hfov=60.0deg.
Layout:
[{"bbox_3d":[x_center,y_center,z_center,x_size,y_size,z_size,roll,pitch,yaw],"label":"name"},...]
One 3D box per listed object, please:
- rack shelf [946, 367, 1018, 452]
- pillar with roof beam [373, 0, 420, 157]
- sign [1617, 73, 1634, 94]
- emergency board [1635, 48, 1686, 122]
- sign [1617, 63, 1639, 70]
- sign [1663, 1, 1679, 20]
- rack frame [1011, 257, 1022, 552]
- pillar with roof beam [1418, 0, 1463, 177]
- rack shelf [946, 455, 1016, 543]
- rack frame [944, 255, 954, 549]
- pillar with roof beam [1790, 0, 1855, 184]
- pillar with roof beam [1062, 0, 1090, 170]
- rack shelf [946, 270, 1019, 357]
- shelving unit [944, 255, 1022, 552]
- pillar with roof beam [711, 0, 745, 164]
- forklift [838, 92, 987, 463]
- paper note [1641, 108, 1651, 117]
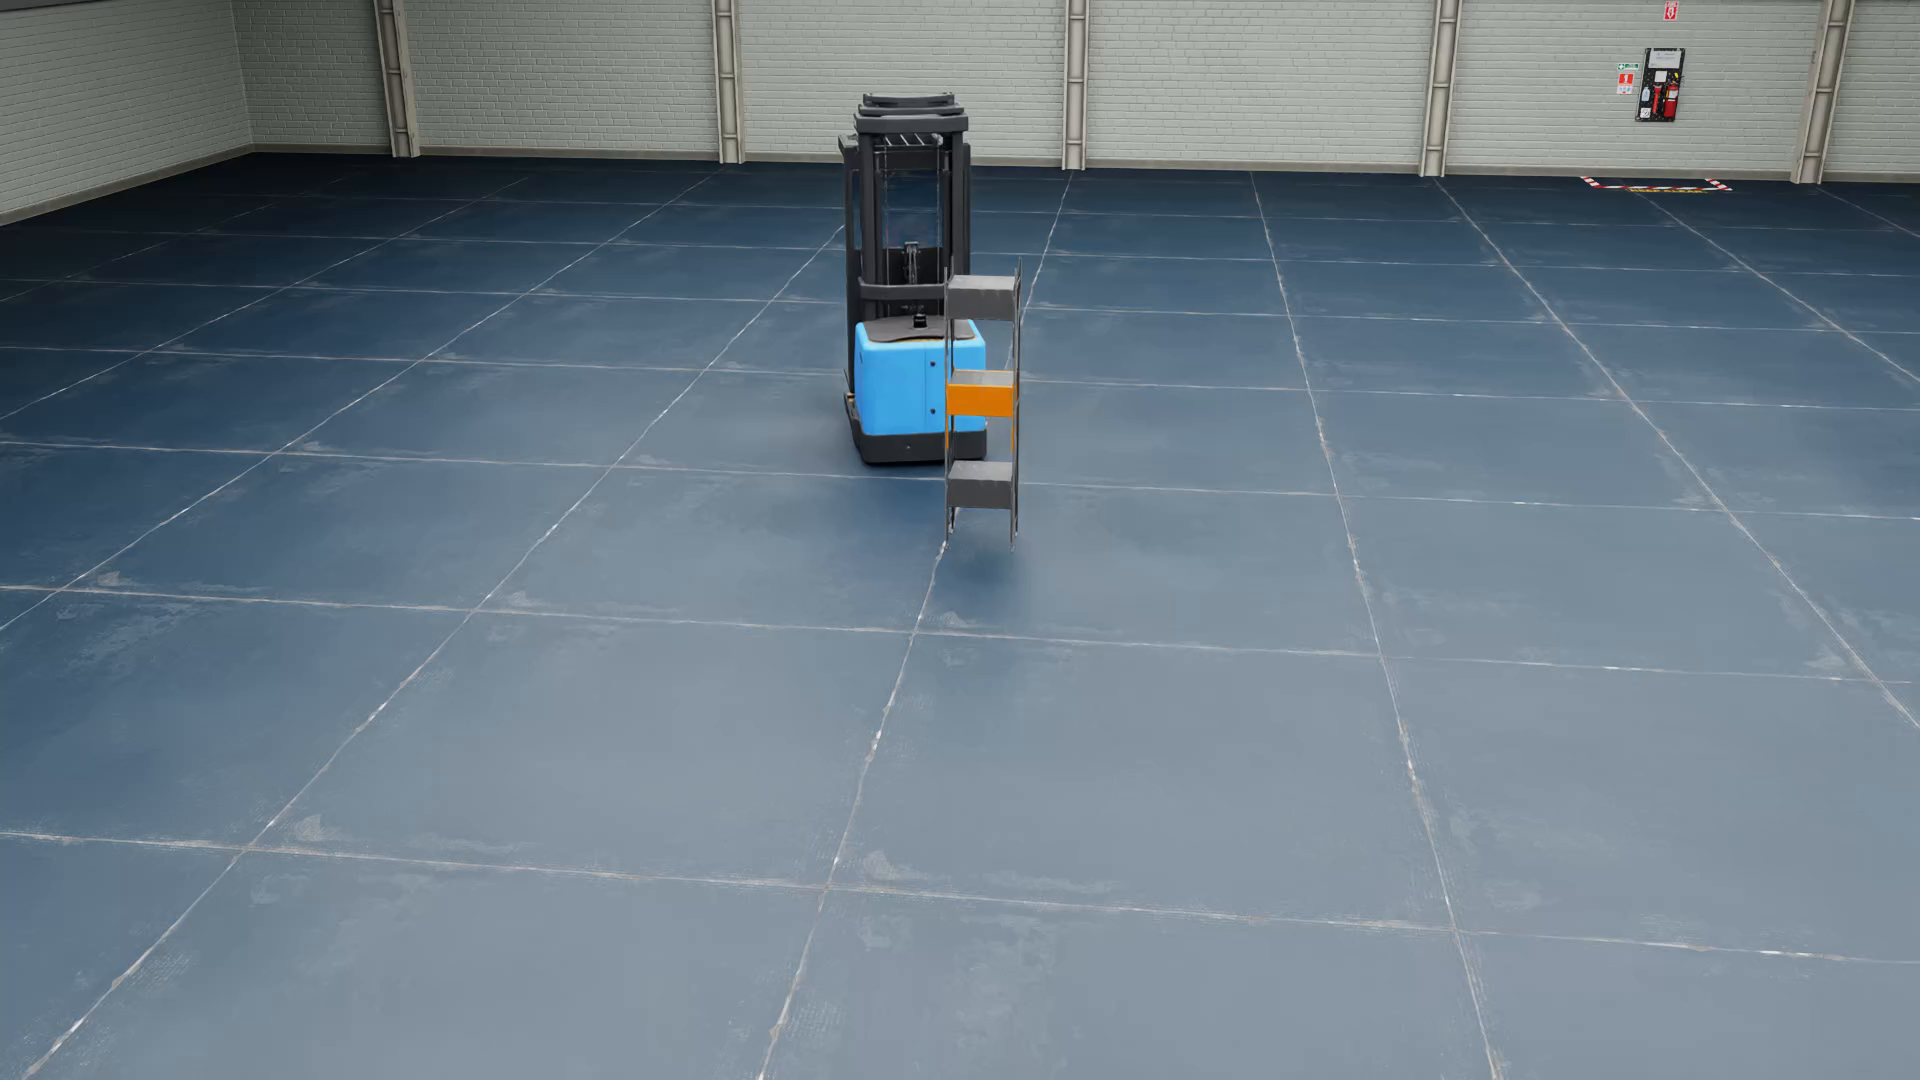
[{"bbox_3d":[0.164,-0.957,12.041,0.480,0.518,0.431,2,22,6],"label":"rack shelf"},{"bbox_3d":[-10.465,-9.528,24.301,0.400,9.000,9.100,2,22,6],"label":"pillar with roof beam"},{"bbox_3d":[10.888,-7.471,27.208,0.234,0.329,0.001,2,22,6],"label":"sign"},{"bbox_3d":[11.425,-7.393,27.059,0.643,1.169,0.194,2,22,6],"label":"emergency board"},{"bbox_3d":[10.892,-7.714,27.102,0.331,0.109,0.001,2,22,6],"label":"sign"},{"bbox_3d":[11.429,-8.507,26.725,0.199,0.298,0.001,2,22,6],"label":"sign"},{"bbox_3d":[0.407,-0.959,12.009,0.015,2.100,0.400,2,22,6],"label":"rack frame"},{"bbox_3d":[7.410,-8.749,22.331,0.400,9.000,9.100,2,22,6],"label":"pillar with roof beam"},{"bbox_3d":[0.164,-0.306,12.298,0.480,0.518,0.431,2,22,6],"label":"rack shelf"},{"bbox_3d":[-0.078,-0.980,12.062,0.015,2.100,0.400,2,22,6],"label":"rack frame"},{"bbox_3d":[13.368,-8.490,21.674,0.400,9.000,9.100,2,22,6],"label":"pillar with roof beam"},{"bbox_3d":[1.451,-9.009,22.988,0.400,9.000,9.100,2,22,6],"label":"pillar with roof beam"},{"bbox_3d":[0.164,-1.608,11.783,0.480,0.518,0.431,2,22,6],"label":"rack shelf"},{"bbox_3d":[0.164,-0.969,12.036,0.503,2.100,0.431,2,22,6],"label":"shelving unit"},{"bbox_3d":[-4.507,-9.269,23.644,0.400,9.000,9.100,2,22,6],"label":"pillar with roof beam"},{"bbox_3d":[-0.486,-2.512,14.808,1.130,2.935,3.031,-3,22,-7],"label":"forklift"},{"bbox_3d":[11.257,-7.016,27.304,0.142,0.148,0.016,2,22,6],"label":"paper note"}]
